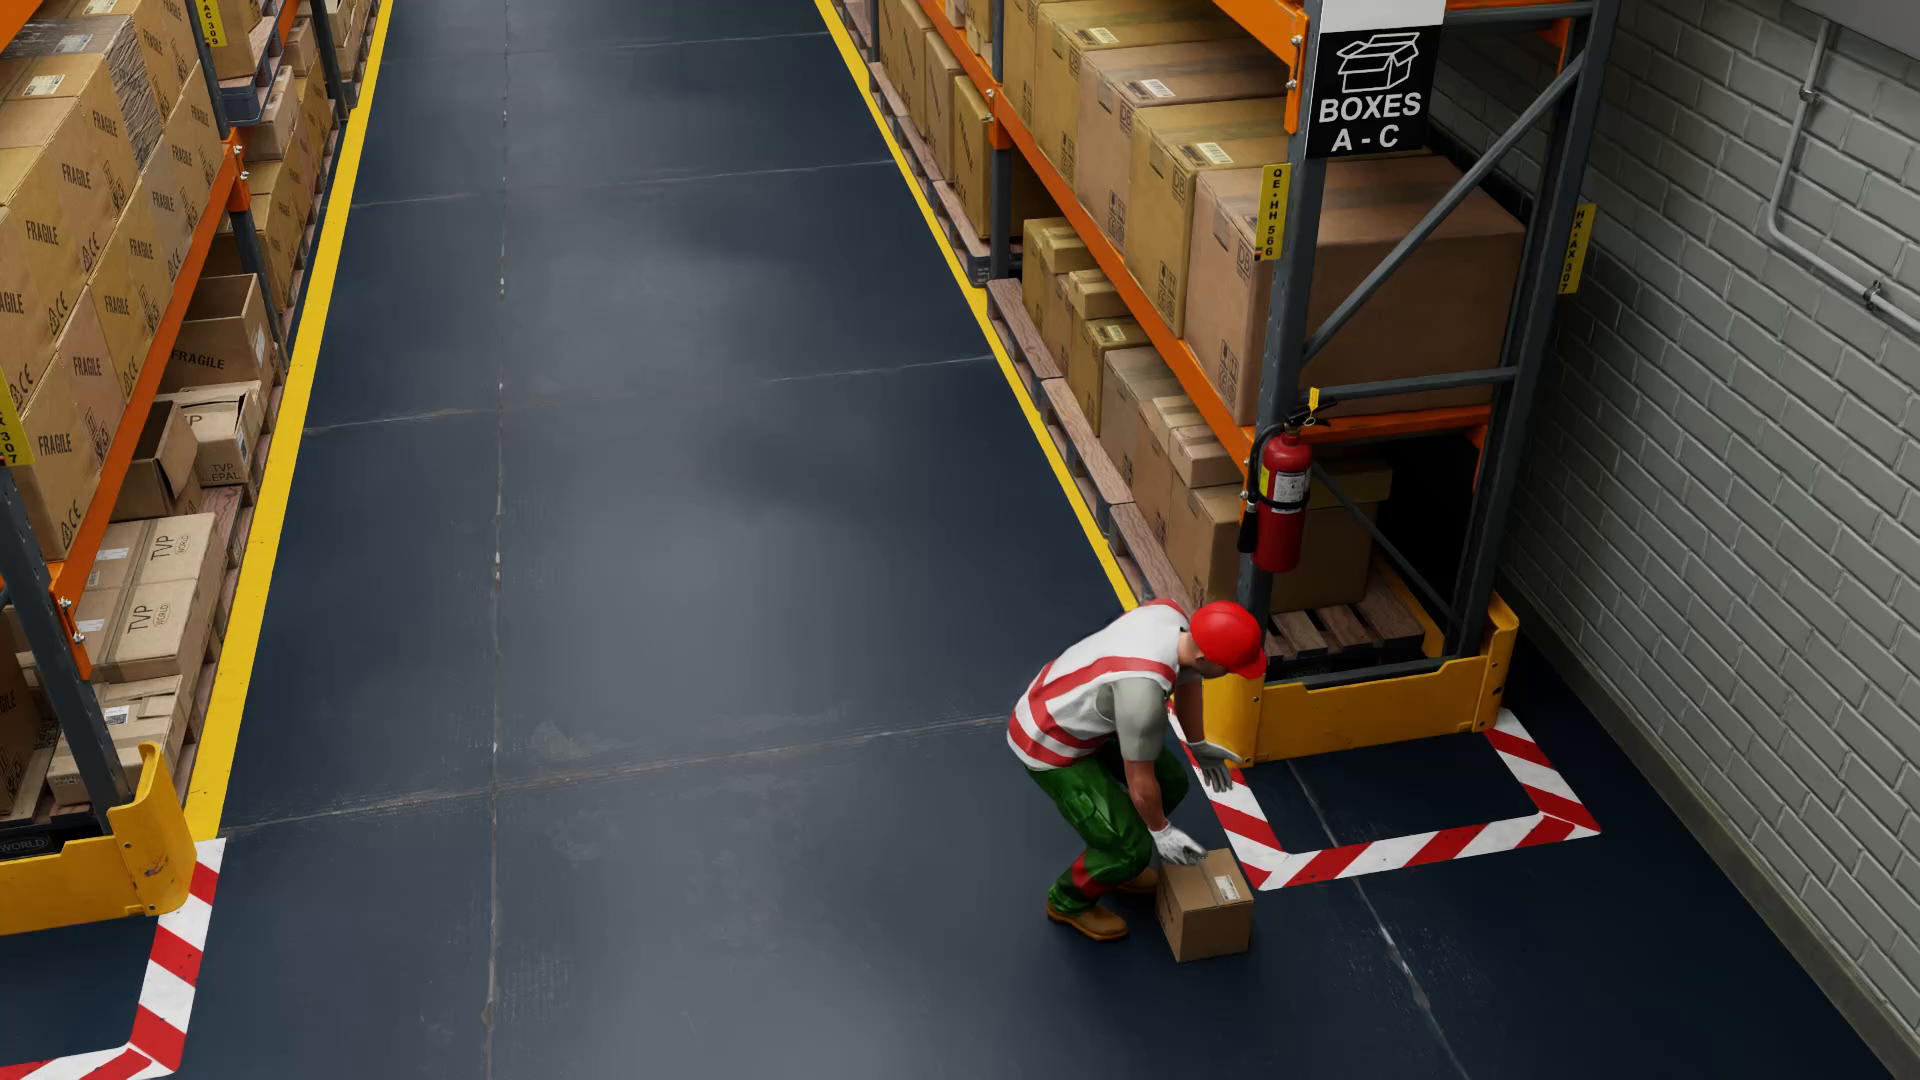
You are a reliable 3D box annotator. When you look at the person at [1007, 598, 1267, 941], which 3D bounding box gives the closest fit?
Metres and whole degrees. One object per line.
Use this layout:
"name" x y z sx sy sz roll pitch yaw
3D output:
"person" 0.569 0.697 5.481 0.795 1.351 0.584 15 37 21
